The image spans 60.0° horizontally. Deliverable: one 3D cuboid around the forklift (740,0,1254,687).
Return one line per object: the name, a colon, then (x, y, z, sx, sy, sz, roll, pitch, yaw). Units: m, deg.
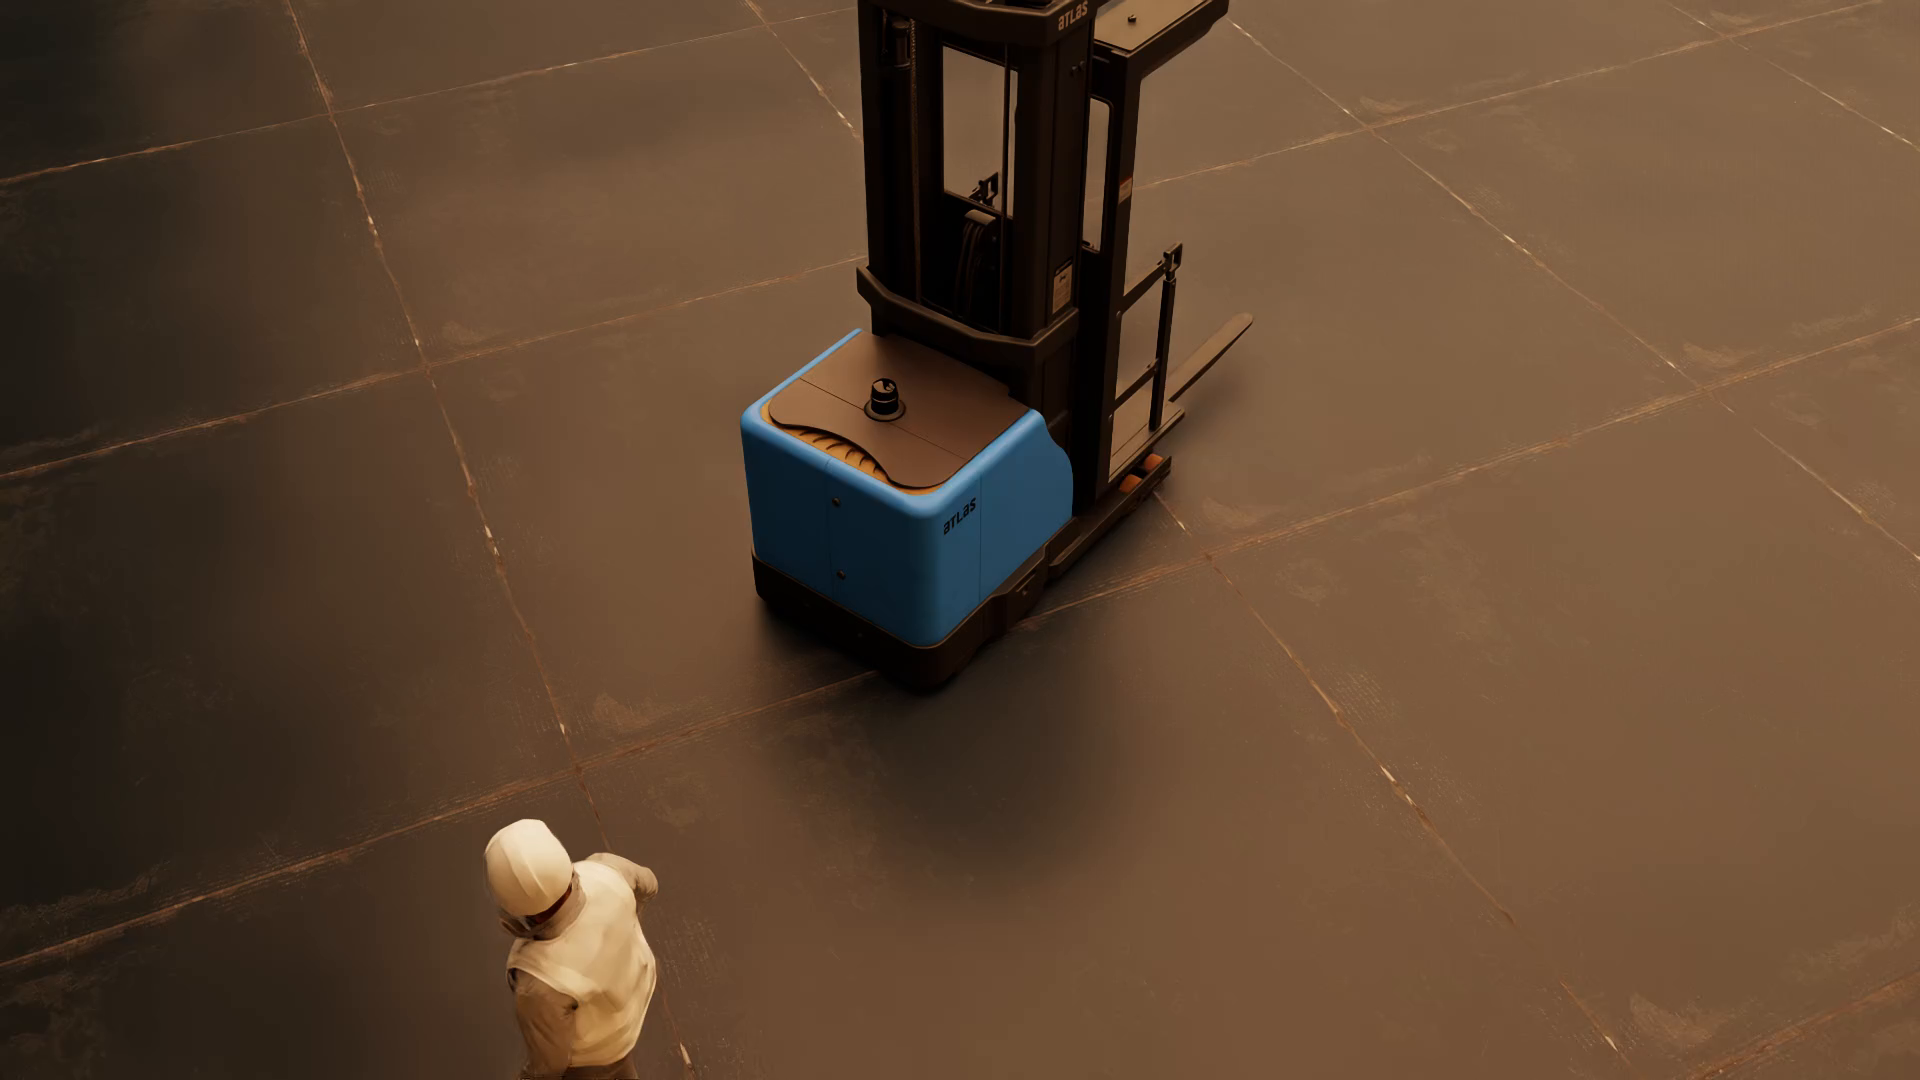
forklift: (0.369, -1.403, 7.184, 1.130, 2.935, 3.031, 27, 50, 26)

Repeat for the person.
person: (-1.193, 1.403, 5.033, 0.525, 1.764, 0.723, 8, 44, 8)
